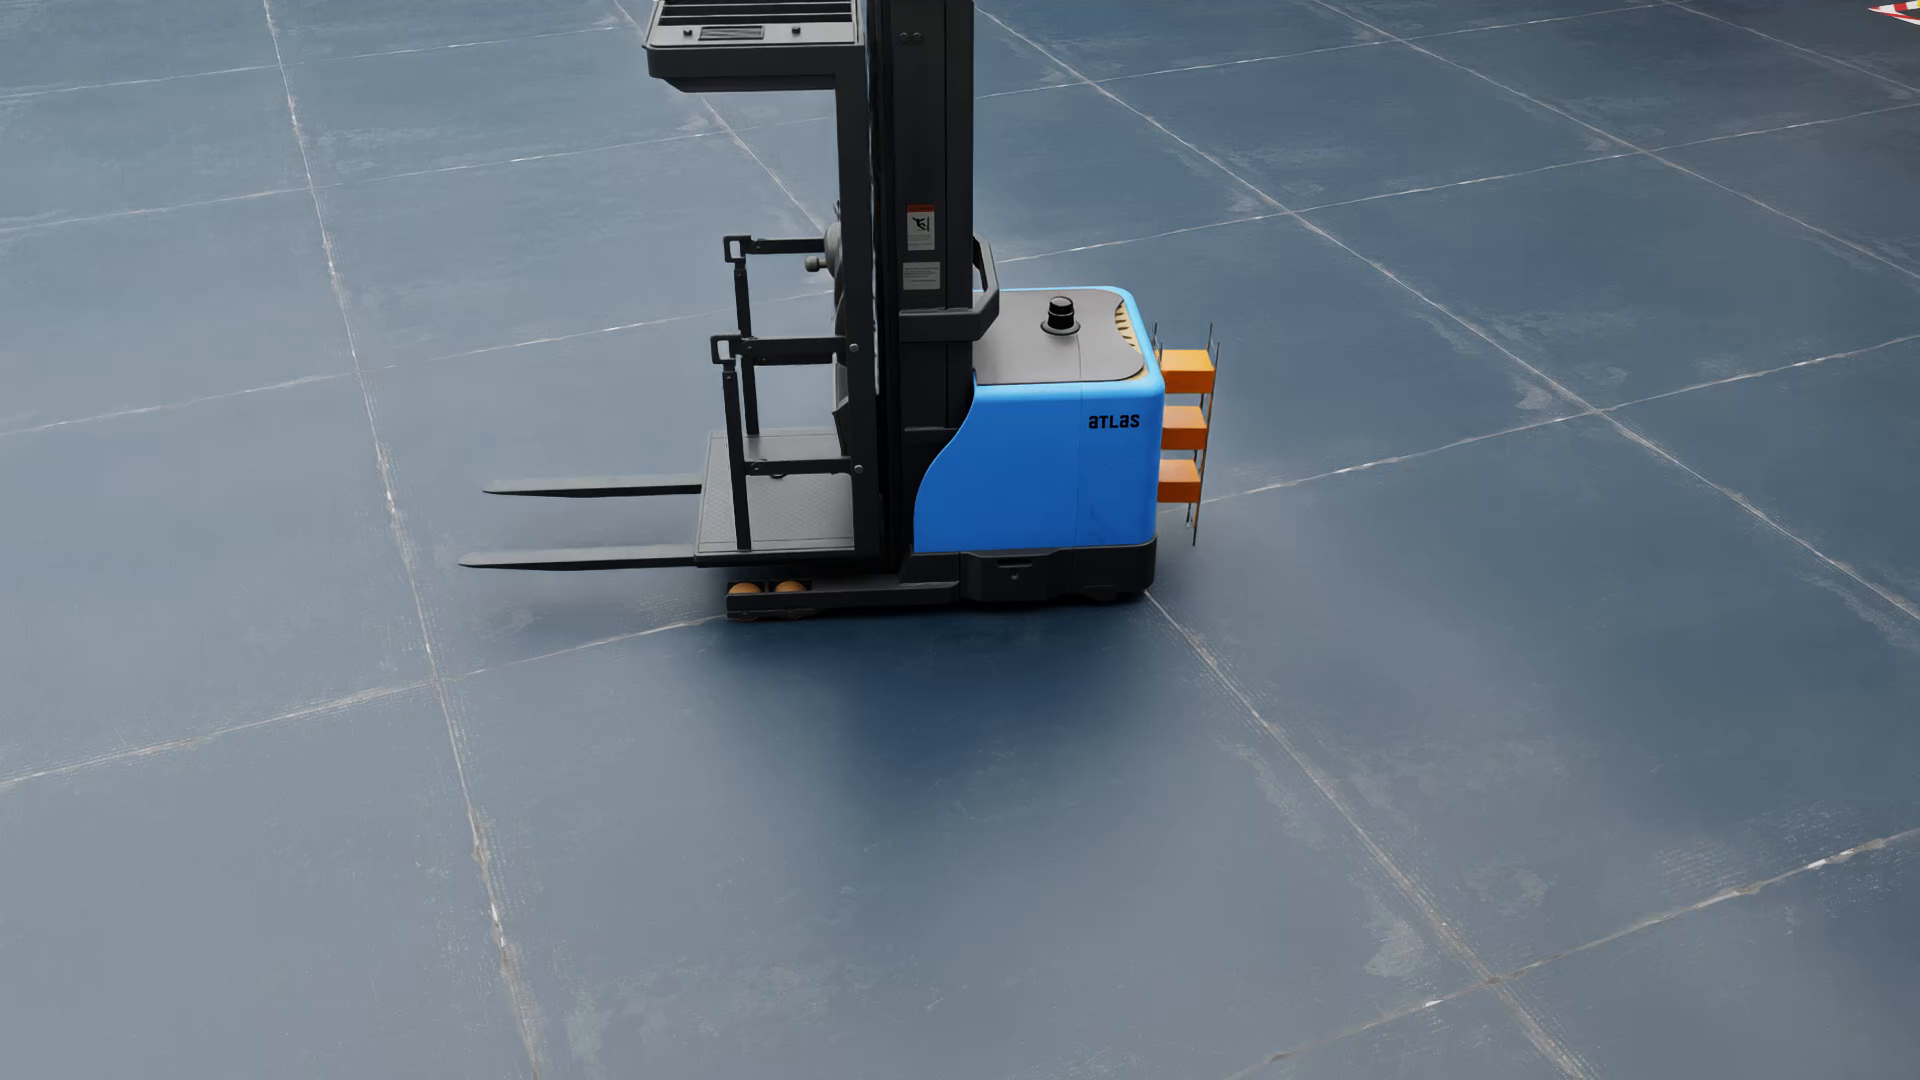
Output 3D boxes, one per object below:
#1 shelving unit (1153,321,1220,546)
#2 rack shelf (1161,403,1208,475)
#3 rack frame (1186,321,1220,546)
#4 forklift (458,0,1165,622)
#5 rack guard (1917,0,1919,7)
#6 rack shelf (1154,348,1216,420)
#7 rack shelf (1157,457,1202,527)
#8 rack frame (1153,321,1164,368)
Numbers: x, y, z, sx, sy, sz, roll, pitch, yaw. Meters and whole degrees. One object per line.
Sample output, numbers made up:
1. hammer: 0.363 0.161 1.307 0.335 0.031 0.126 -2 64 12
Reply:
1. shelving unit: 0.972 -0.466 7.498 0.252 1.050 0.215 0 33 -3
2. rack shelf: 0.972 -0.457 7.503 0.240 0.259 0.215 0 33 -3
3. rack frame: 1.094 -0.466 7.504 0.008 1.050 0.200 0 33 -3
4. forklift: -0.683 -1.175 6.868 3.031 2.935 1.130 -2 33 -3
5. rack guard: 9.172 -4.882 14.795 0.348 0.500 1.175 -13 35 -19
6. rack shelf: 0.979 -0.695 7.349 0.240 0.259 0.215 0 33 -3
7. rack shelf: 0.964 -0.224 7.655 0.240 0.259 0.215 0 33 -3
8. rack frame: 0.850 -0.466 7.491 0.008 1.050 0.200 0 33 -3
